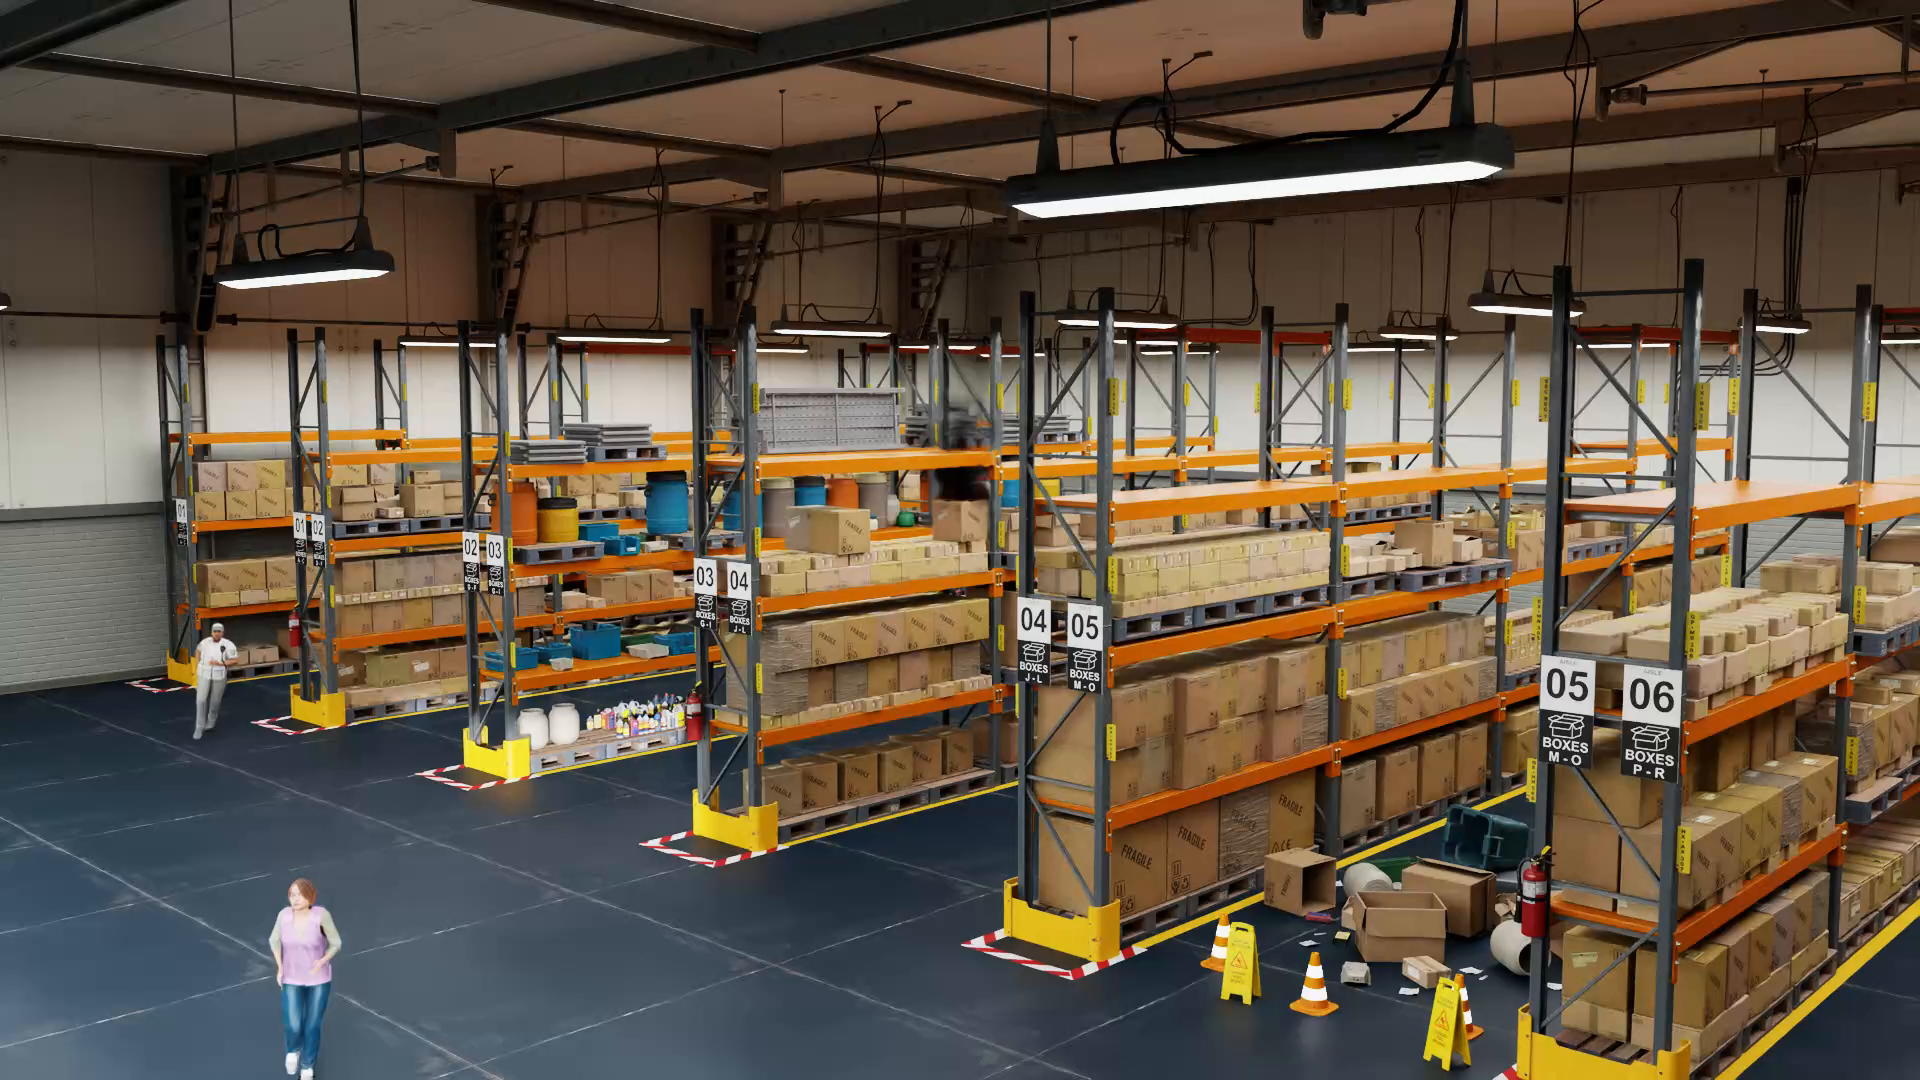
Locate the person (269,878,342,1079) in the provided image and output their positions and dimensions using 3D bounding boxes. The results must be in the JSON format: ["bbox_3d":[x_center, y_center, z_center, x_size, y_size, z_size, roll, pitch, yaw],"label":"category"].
[{"bbox_3d":[-4.791,3.249,12.162,0.521,1.567,0.540,-1,6,-14],"label":"person"}]

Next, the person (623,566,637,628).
[{"bbox_3d":[-6.365,1.342,32.169,0.566,1.704,0.727,4,7,38],"label":"person"}]

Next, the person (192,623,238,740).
[{"bbox_3d":[-10.989,2.053,24.558,0.629,1.693,0.808,-2,6,-19],"label":"person"}]
